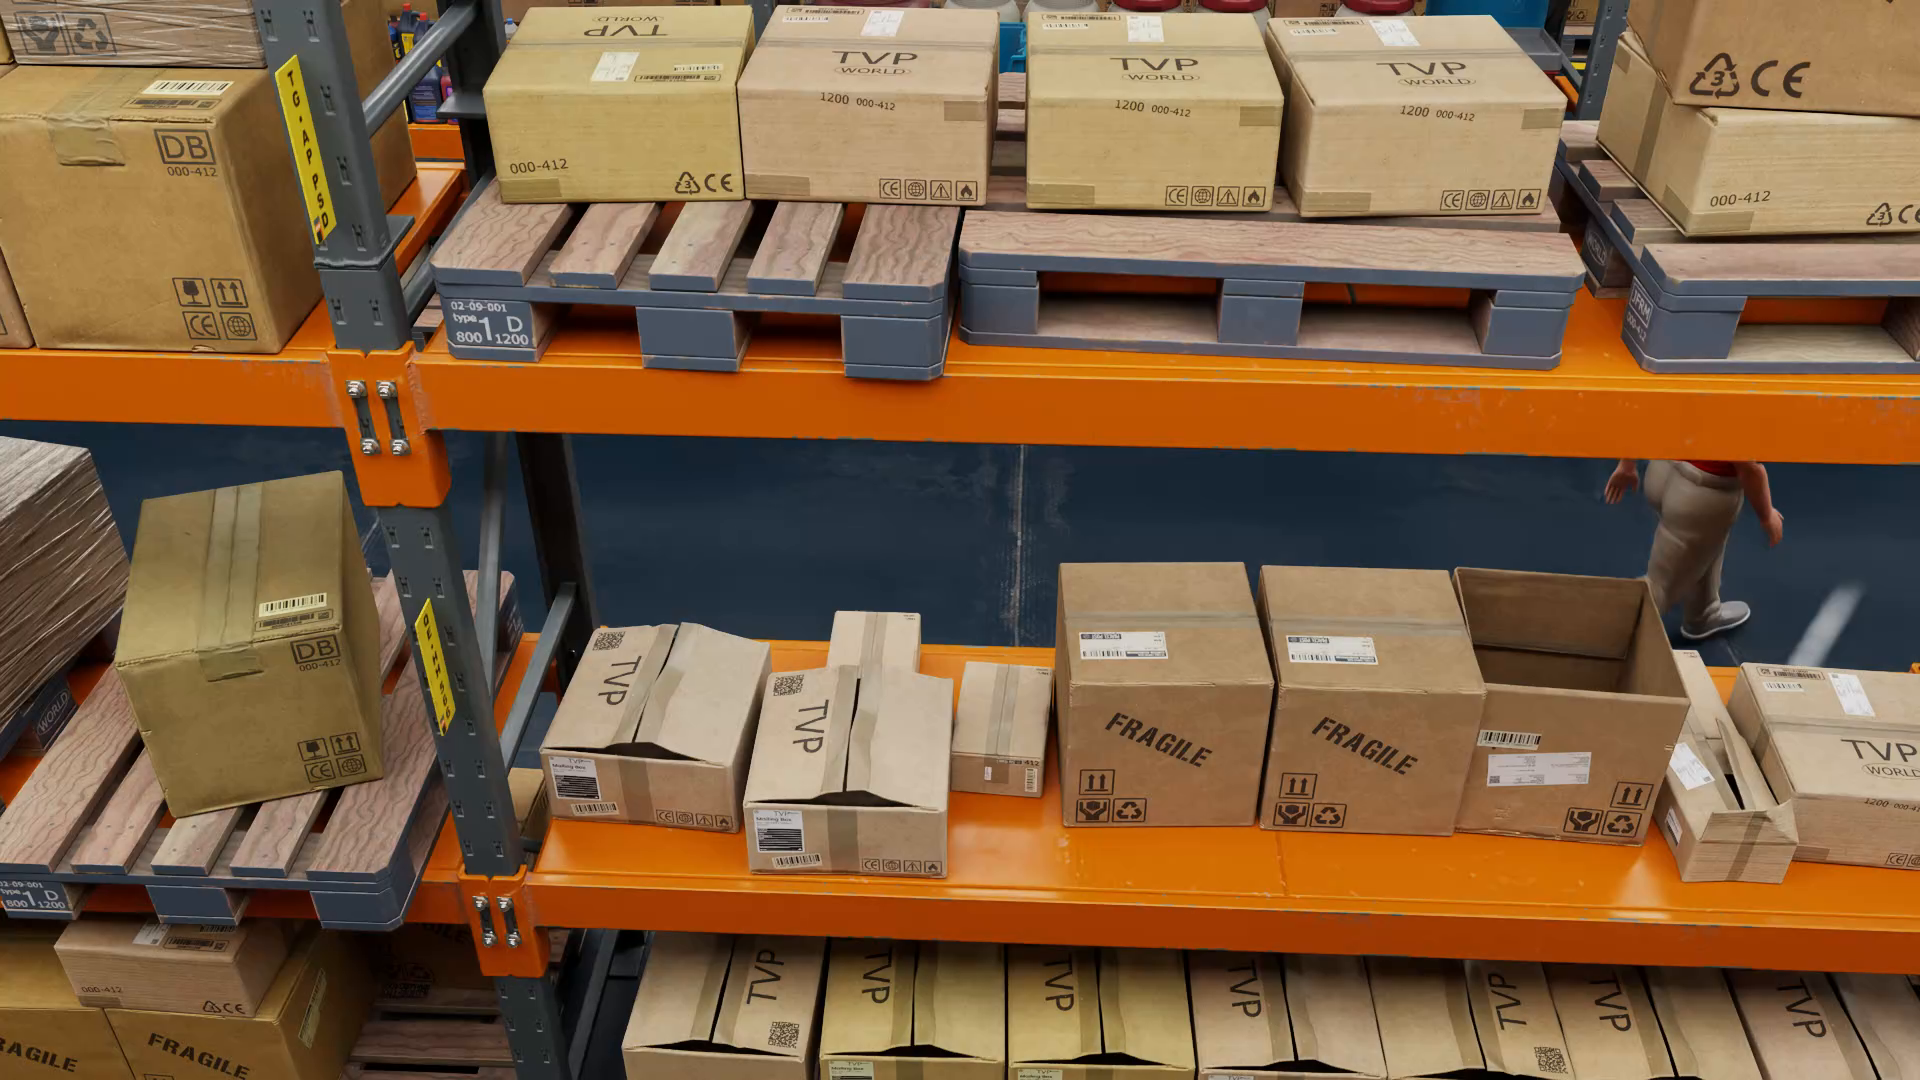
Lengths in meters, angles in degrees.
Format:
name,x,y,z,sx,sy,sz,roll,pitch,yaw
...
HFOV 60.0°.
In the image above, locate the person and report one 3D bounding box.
name,x,y,z,sx,sy,sz,roll,pitch,yaw
person,2.866,-0.165,6.463,1.062,1.598,0.554,-6,36,-8
